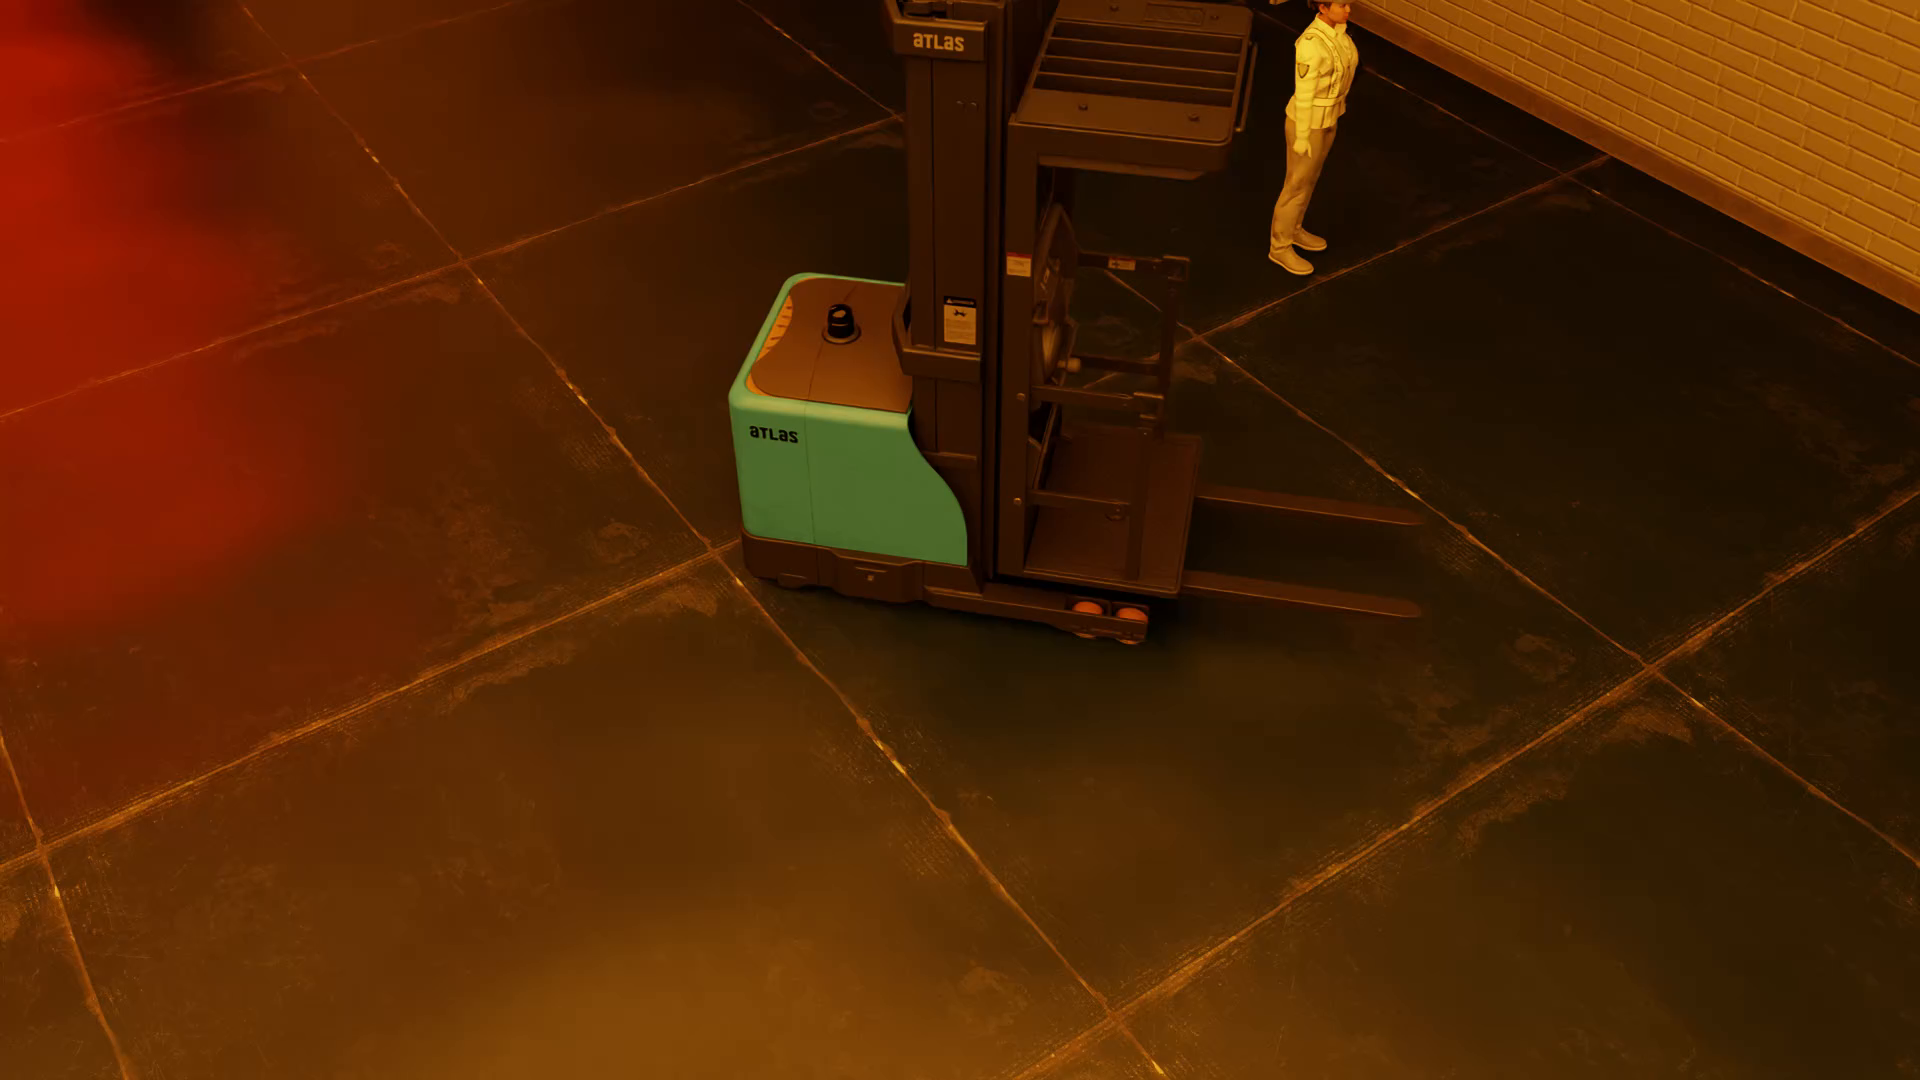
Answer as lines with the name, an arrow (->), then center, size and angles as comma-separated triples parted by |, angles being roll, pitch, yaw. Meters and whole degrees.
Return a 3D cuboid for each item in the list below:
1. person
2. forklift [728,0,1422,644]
person -> 1.955, -2.302, 9.132 | 0.341, 1.693, 0.461 | 20, 46, 21
forklift -> 0.578, -1.011, 6.812 | 3.031, 2.935, 1.130 | 8, 43, 9
